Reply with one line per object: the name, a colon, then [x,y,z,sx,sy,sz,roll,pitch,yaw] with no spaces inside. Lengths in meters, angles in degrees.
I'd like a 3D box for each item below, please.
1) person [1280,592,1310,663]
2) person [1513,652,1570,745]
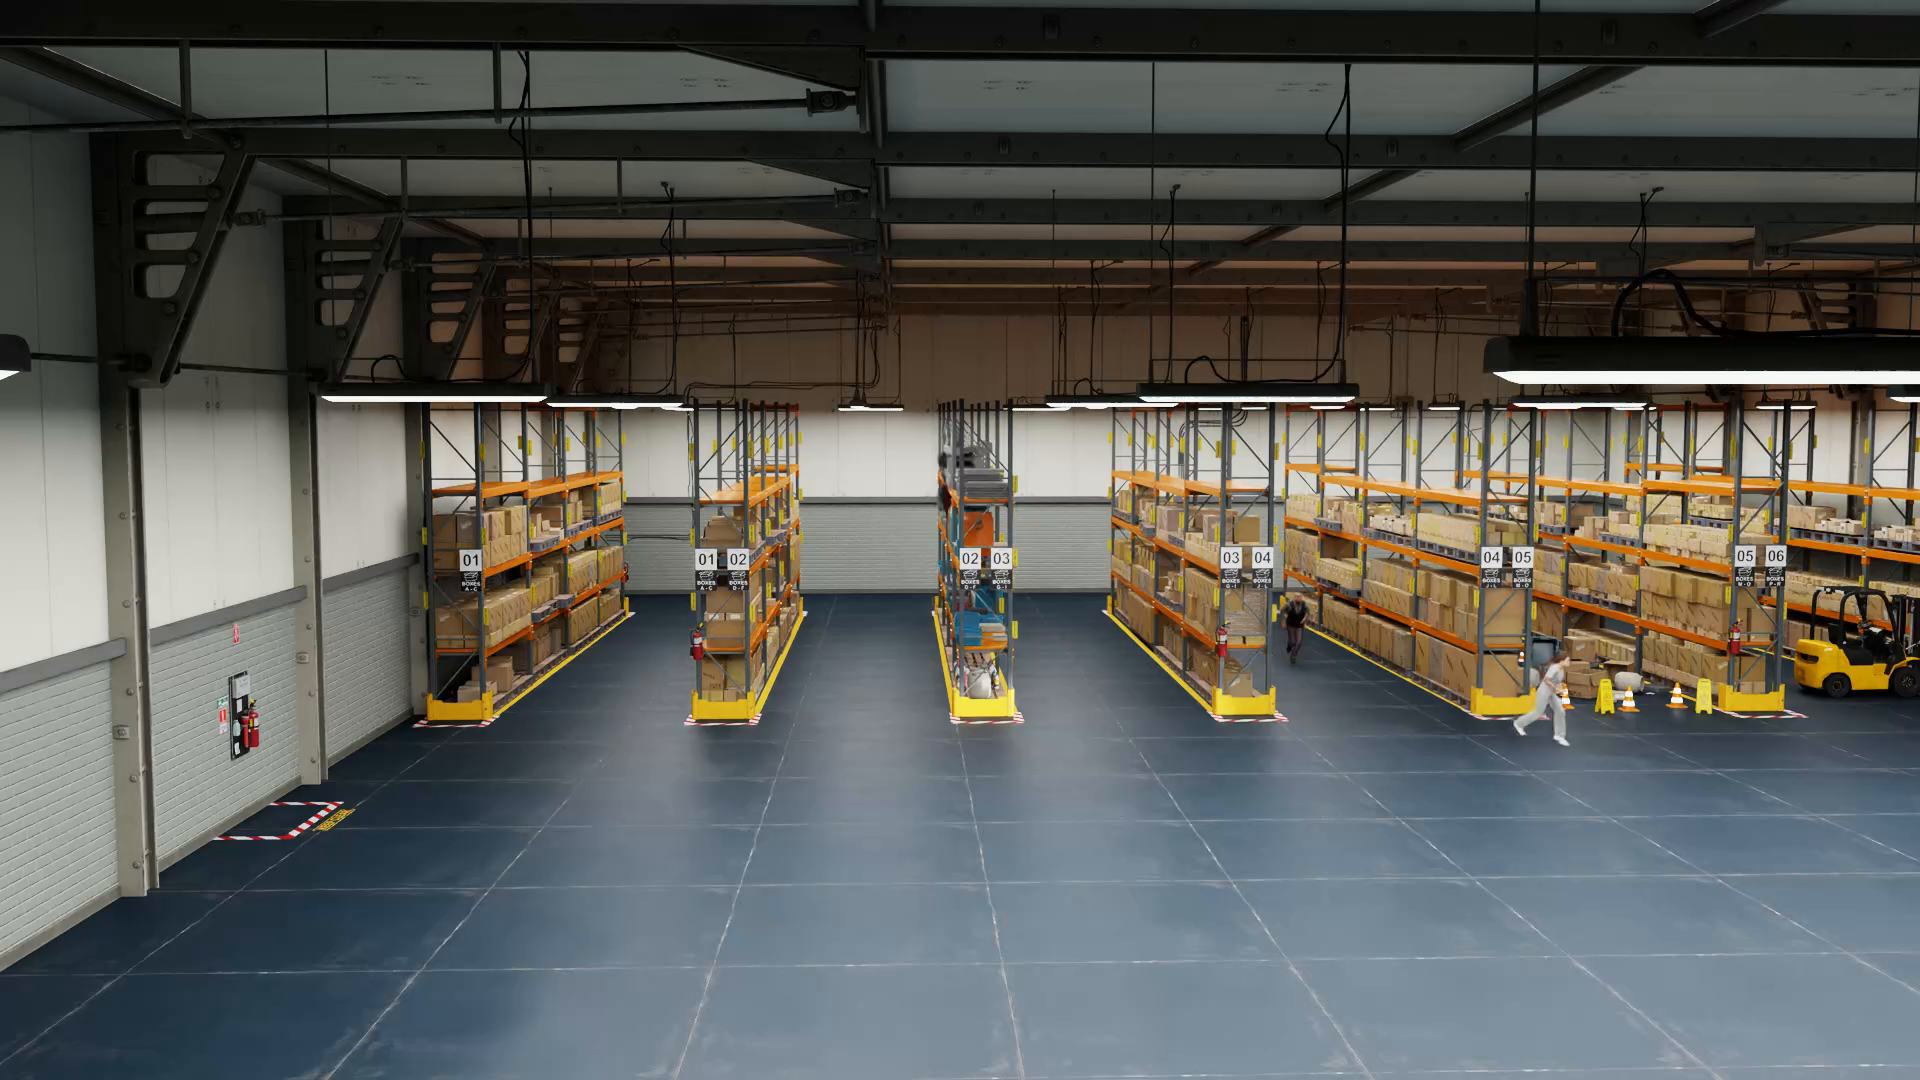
person: [7.719,2.009,38.310,0.650,1.655,0.740,0,4,-6]
person: [10.180,2.739,29.056,1.005,1.624,0.601,3,5,34]
